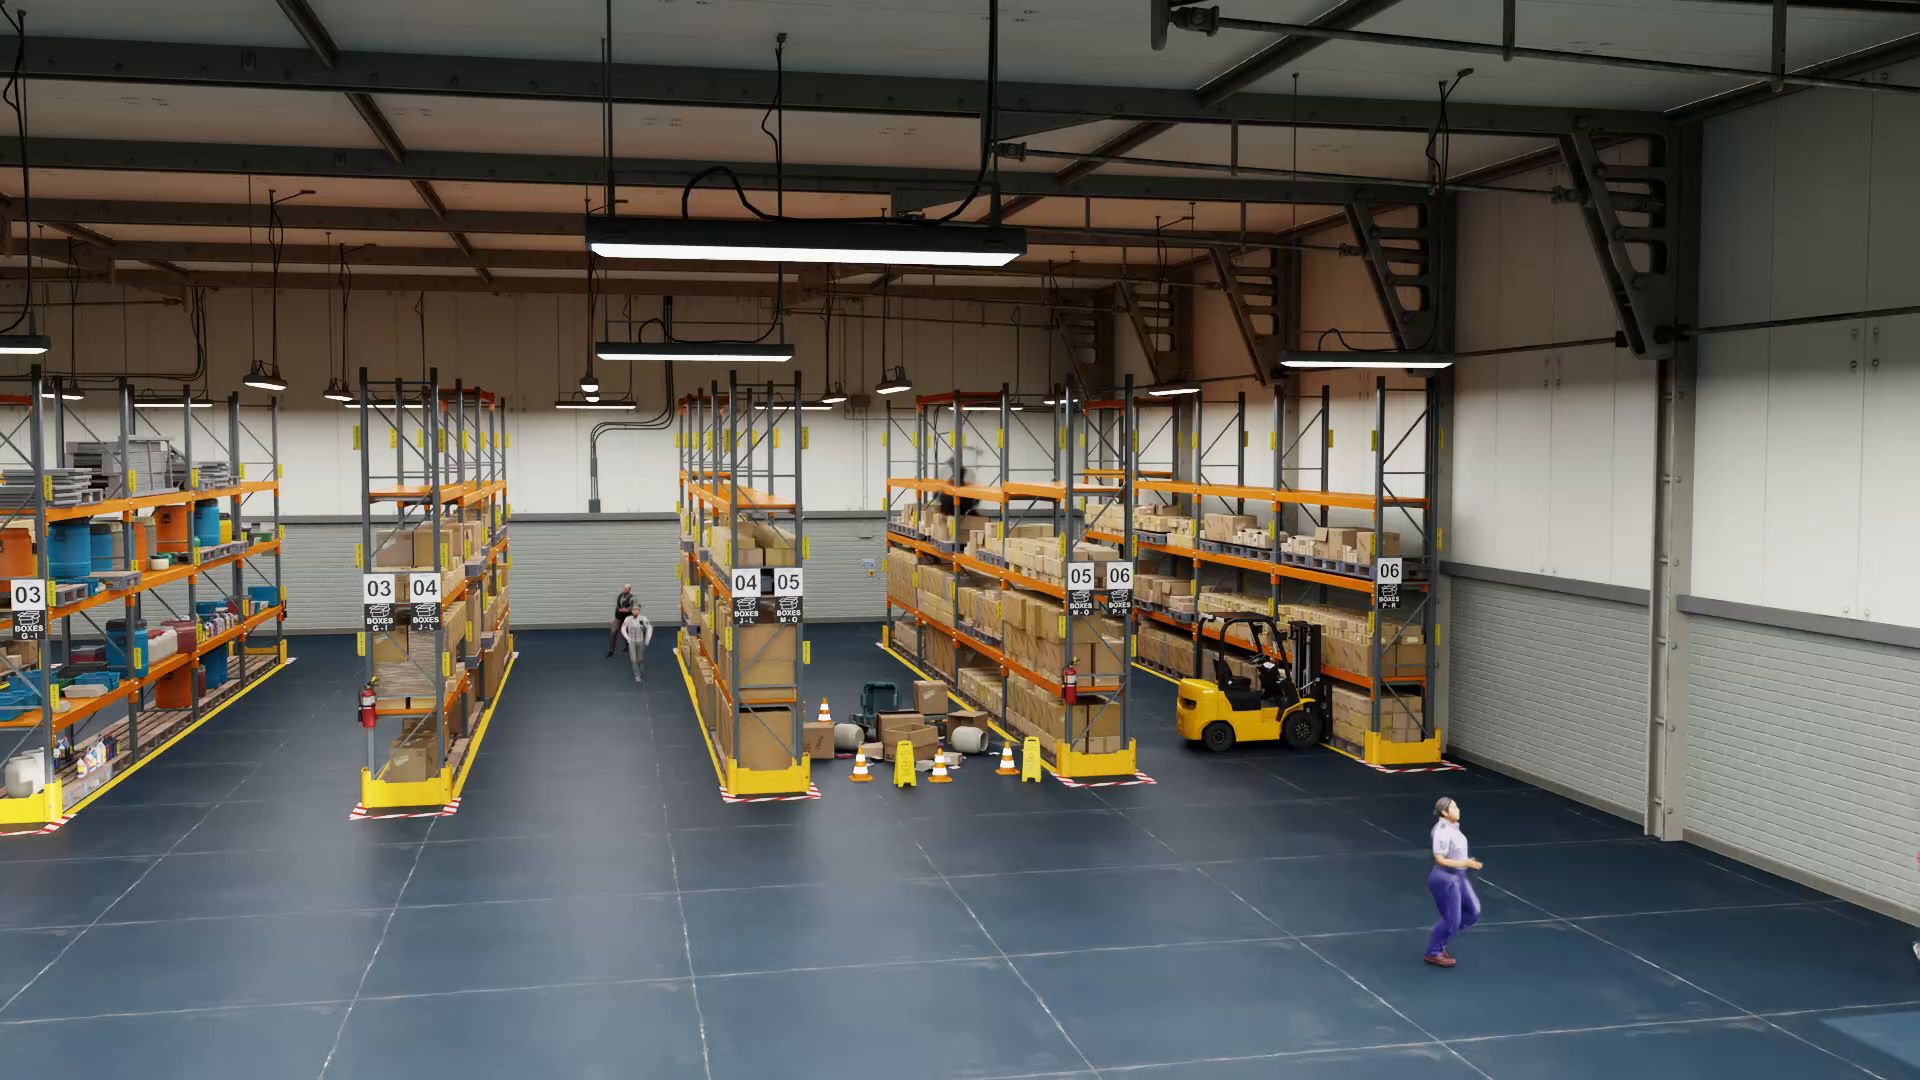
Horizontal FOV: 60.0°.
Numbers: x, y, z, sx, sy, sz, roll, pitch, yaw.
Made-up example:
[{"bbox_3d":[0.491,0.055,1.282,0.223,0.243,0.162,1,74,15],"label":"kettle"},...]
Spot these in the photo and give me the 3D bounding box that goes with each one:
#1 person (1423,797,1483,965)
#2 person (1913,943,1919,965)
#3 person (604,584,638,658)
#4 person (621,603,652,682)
[{"bbox_3d":[4.716,3.246,15.832,0.559,1.607,0.592,2,4,29],"label":"person"},{"bbox_3d":[9.036,3.268,15.031,0.654,1.666,0.641,-2,4,-35],"label":"person"},{"bbox_3d":[-7.756,1.853,38.581,0.684,1.690,0.939,1,4,17],"label":"person"},{"bbox_3d":[-6.761,2.132,34.771,0.644,1.654,0.578,0,3,-8],"label":"person"}]
